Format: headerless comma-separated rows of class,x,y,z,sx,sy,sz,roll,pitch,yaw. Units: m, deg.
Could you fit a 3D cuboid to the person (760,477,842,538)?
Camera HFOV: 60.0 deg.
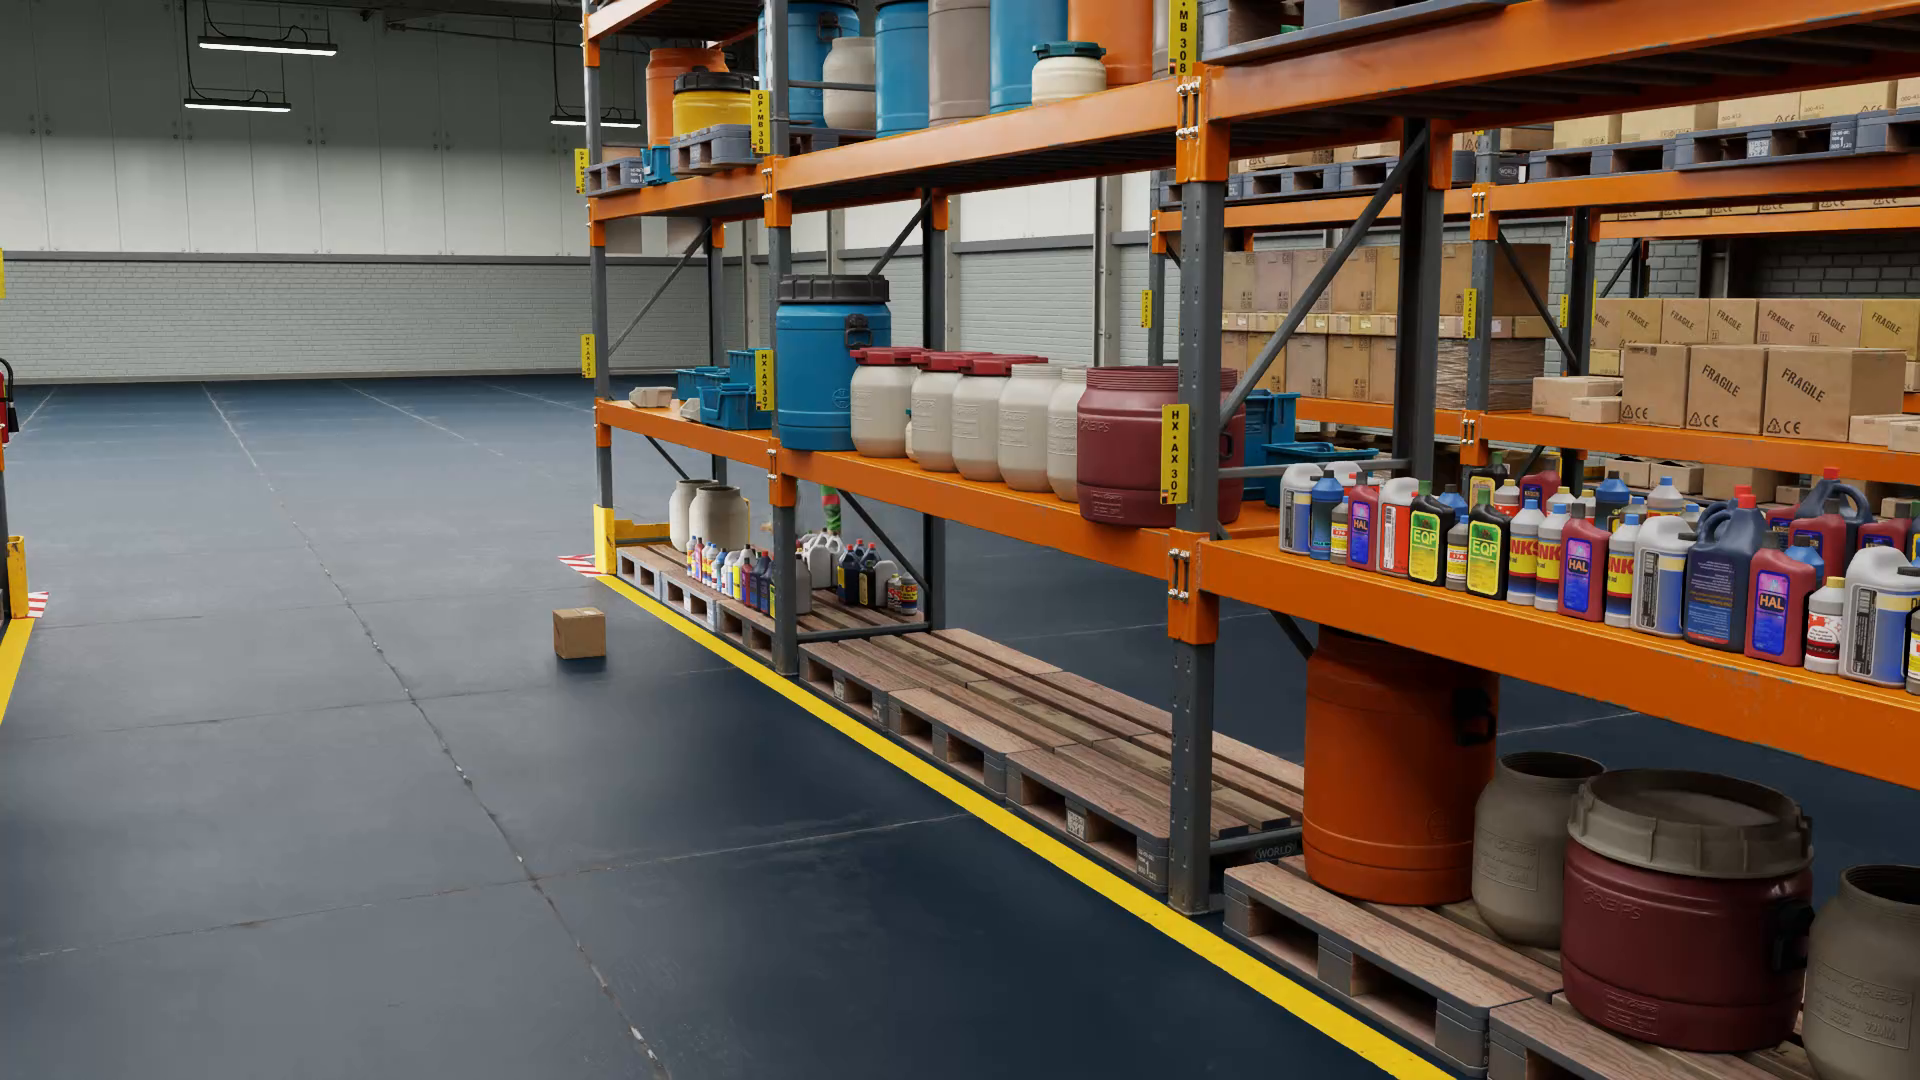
person,-1.361,-0.904,14.288,0.611,1.730,0.959,-6,10,-34
